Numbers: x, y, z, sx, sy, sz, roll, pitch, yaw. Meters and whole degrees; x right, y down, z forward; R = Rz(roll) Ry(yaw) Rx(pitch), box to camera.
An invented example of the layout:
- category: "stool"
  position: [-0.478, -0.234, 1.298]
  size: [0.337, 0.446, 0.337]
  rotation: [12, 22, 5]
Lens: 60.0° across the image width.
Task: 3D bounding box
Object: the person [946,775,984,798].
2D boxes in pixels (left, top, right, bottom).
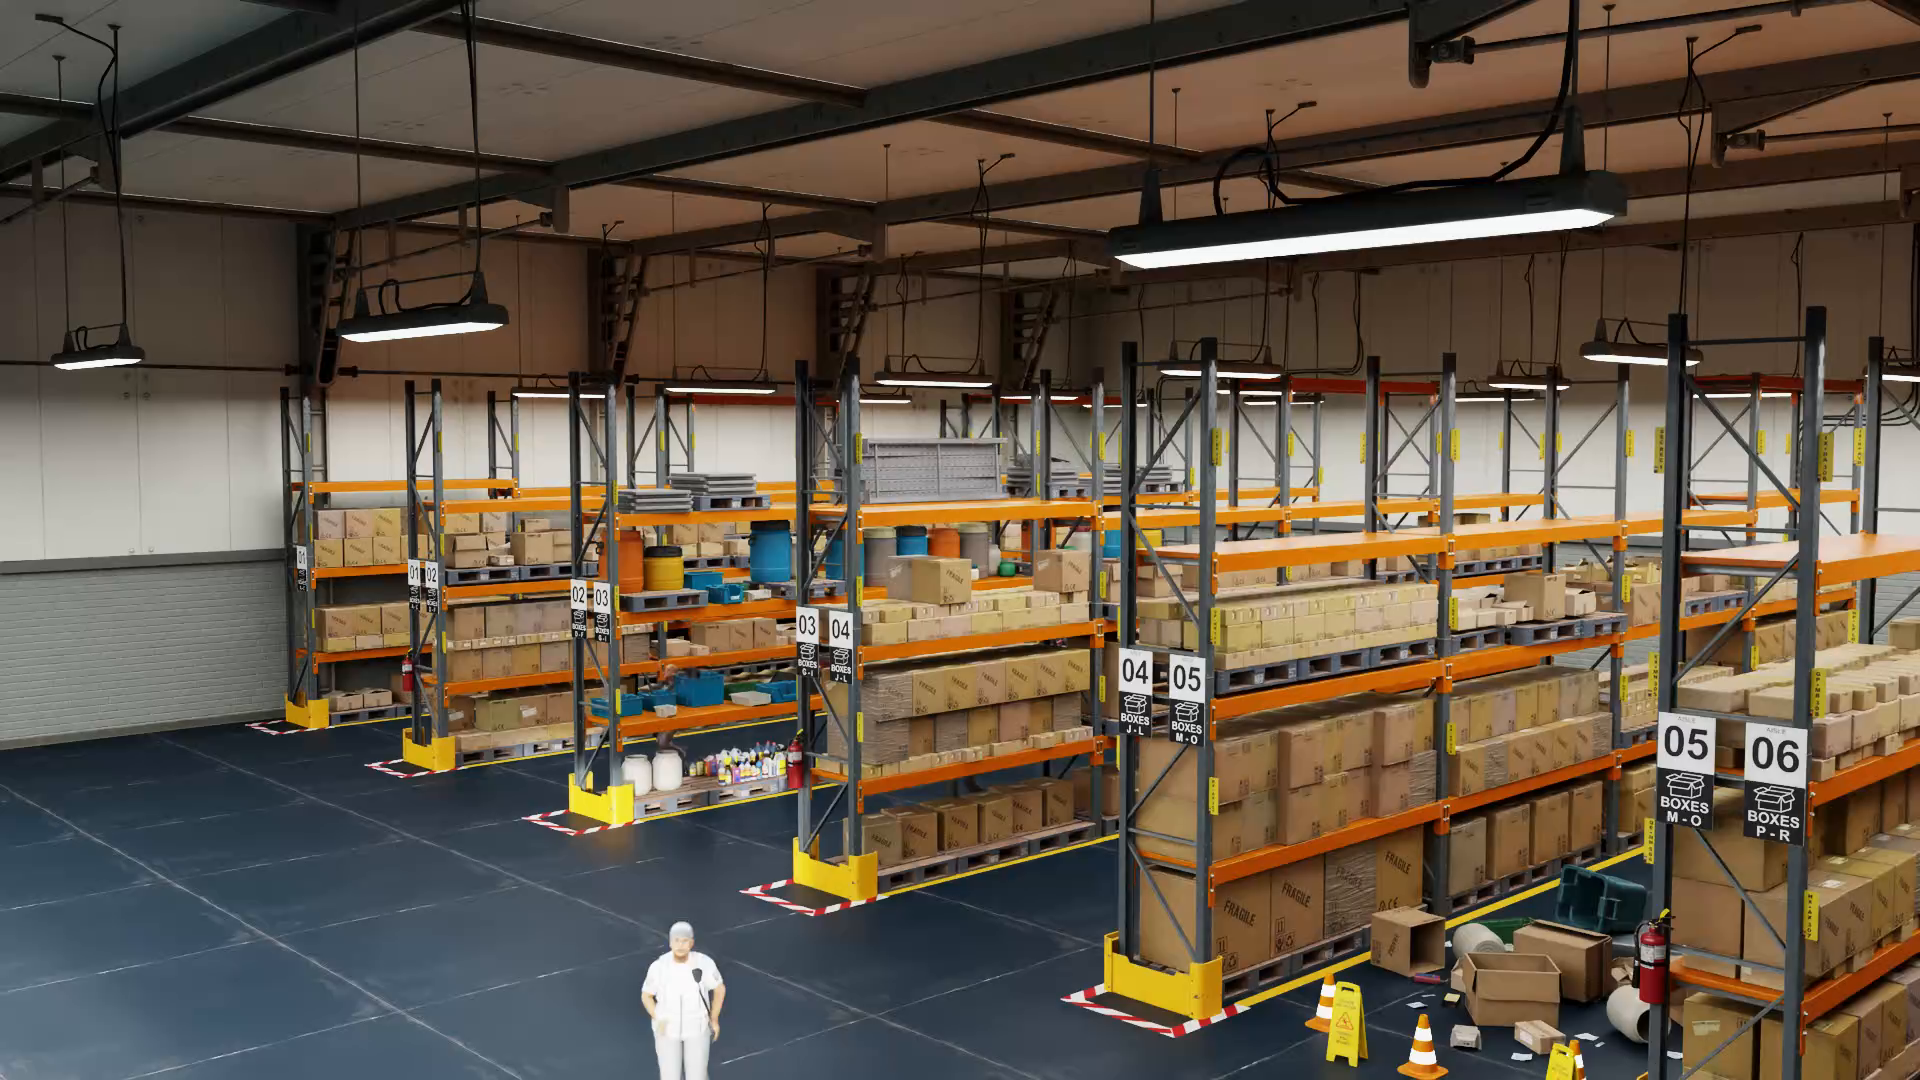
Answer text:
- category: "person"
  position: [0.045, 2.901, 22.205]
  size: [0.586, 1.661, 0.867]
  rotation: [3, 5, 42]

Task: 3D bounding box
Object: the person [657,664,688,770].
- category: "person"
  position: [-4.421, 2.751, 25.084]
  size: [0.651, 1.604, 0.583]
  rotation: [4, 5, 44]

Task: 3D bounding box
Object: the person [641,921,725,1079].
- category: "person"
  position: [-2.022, 3.588, 12.147]
  size: [0.609, 1.629, 0.554]
  rotation: [0, 4, -6]

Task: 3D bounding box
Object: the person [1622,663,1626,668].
- category: "person"
  position: [10.048, 2.714, 25.348]
  size: [0.753, 1.707, 0.663]
  rotation: [-3, 5, -39]
